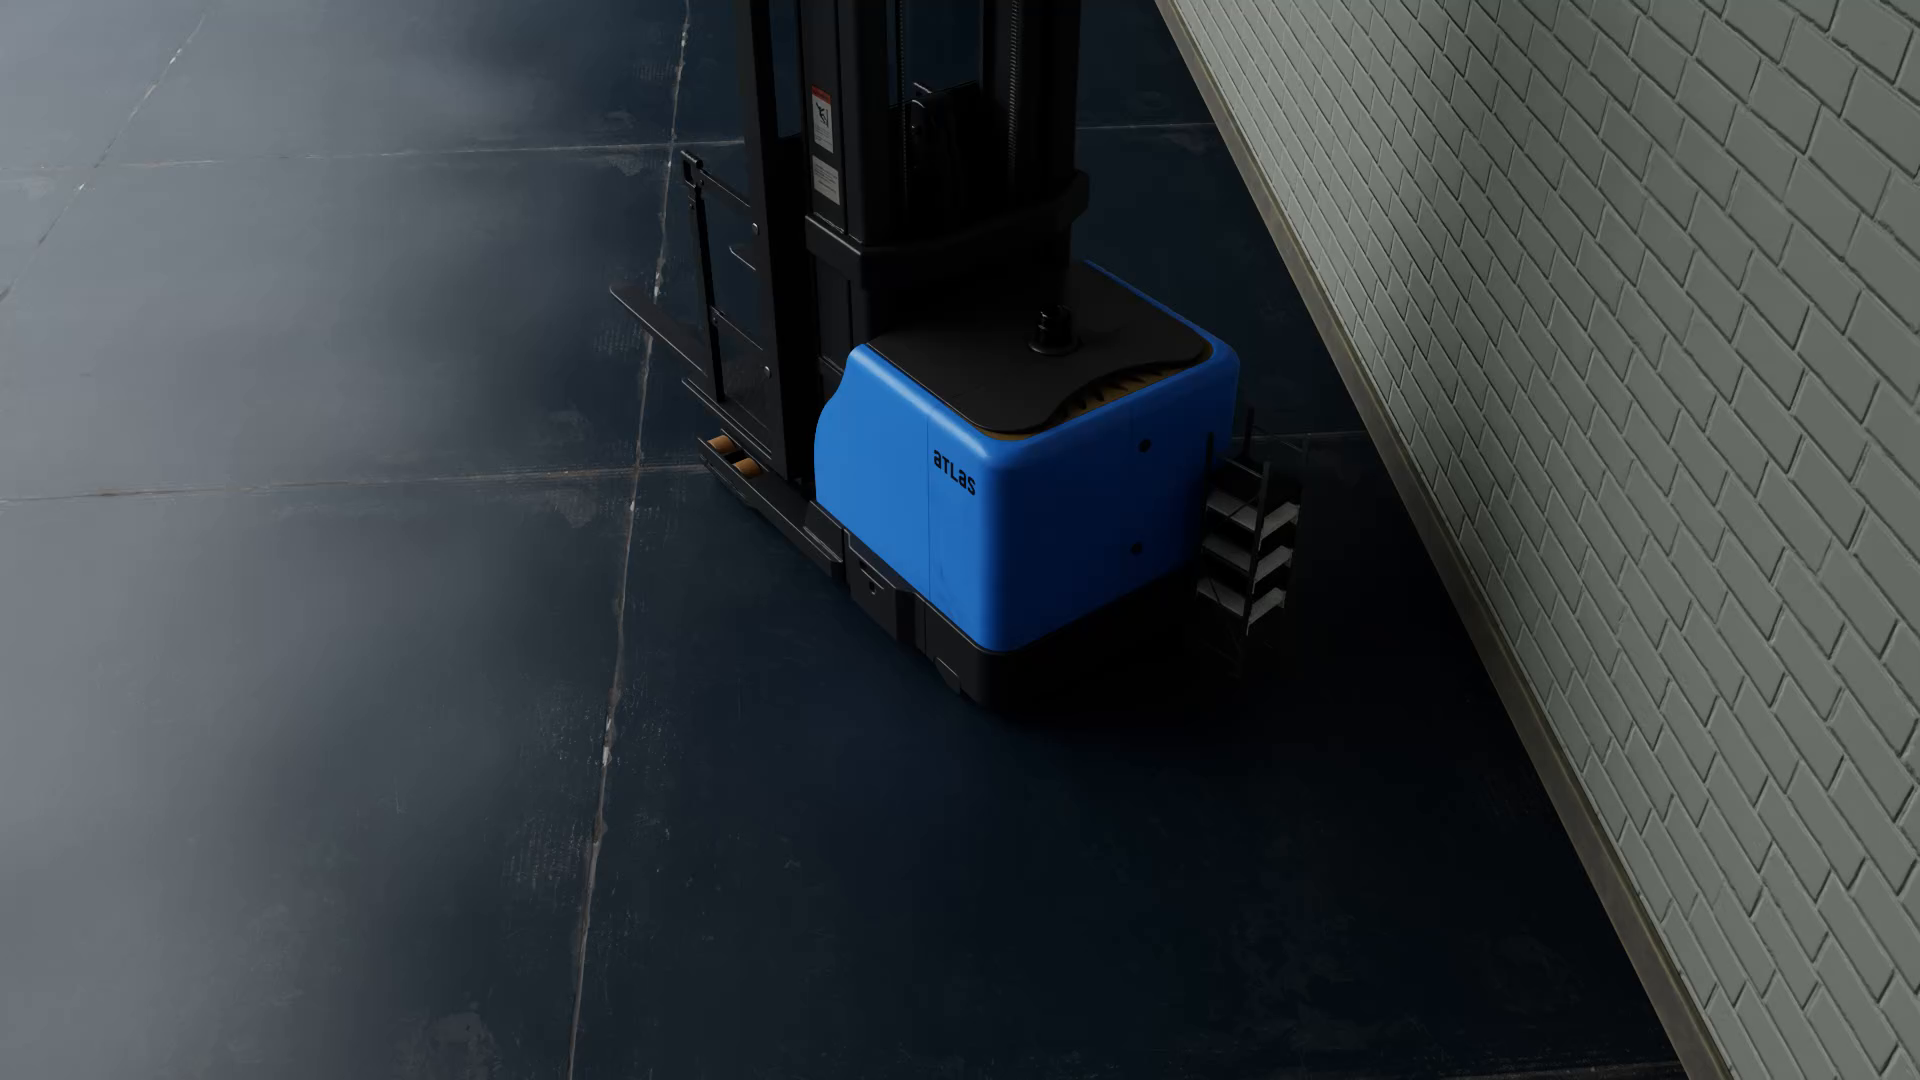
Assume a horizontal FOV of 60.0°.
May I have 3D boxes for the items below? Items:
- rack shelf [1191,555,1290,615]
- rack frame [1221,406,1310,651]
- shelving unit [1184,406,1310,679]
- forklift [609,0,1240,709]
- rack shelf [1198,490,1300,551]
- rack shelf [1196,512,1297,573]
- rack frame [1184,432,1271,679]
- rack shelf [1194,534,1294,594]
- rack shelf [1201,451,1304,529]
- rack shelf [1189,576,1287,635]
[{"bbox_3d":[0.939,0.119,5.571,0.200,0.077,0.258,-31,48,-33],"label":"rack shelf"},{"bbox_3d":[1.012,-0.022,5.551,0.006,0.900,0.240,-31,48,-33],"label":"rack frame"},{"bbox_3d":[0.939,0.022,5.495,0.210,0.900,0.258,-31,48,-33],"label":"shelving unit"},{"bbox_3d":[-0.371,-1.460,5.735,1.130,2.935,3.031,-25,45,-28],"label":"forklift"},{"bbox_3d":[0.939,-0.093,5.404,0.200,0.077,0.258,-31,48,-33],"label":"rack shelf"},{"bbox_3d":[0.939,-0.022,5.460,0.200,0.077,0.258,-31,48,-33],"label":"rack shelf"},{"bbox_3d":[0.866,0.067,5.439,0.006,0.900,0.240,-31,48,-33],"label":"rack frame"},{"bbox_3d":[0.939,0.049,5.516,0.200,0.077,0.258,-31,48,-33],"label":"rack shelf"},{"bbox_3d":[0.939,-0.163,5.348,0.200,0.077,0.258,-31,48,-33],"label":"rack shelf"},{"bbox_3d":[0.939,0.190,5.627,0.200,0.077,0.258,-31,48,-33],"label":"rack shelf"}]
